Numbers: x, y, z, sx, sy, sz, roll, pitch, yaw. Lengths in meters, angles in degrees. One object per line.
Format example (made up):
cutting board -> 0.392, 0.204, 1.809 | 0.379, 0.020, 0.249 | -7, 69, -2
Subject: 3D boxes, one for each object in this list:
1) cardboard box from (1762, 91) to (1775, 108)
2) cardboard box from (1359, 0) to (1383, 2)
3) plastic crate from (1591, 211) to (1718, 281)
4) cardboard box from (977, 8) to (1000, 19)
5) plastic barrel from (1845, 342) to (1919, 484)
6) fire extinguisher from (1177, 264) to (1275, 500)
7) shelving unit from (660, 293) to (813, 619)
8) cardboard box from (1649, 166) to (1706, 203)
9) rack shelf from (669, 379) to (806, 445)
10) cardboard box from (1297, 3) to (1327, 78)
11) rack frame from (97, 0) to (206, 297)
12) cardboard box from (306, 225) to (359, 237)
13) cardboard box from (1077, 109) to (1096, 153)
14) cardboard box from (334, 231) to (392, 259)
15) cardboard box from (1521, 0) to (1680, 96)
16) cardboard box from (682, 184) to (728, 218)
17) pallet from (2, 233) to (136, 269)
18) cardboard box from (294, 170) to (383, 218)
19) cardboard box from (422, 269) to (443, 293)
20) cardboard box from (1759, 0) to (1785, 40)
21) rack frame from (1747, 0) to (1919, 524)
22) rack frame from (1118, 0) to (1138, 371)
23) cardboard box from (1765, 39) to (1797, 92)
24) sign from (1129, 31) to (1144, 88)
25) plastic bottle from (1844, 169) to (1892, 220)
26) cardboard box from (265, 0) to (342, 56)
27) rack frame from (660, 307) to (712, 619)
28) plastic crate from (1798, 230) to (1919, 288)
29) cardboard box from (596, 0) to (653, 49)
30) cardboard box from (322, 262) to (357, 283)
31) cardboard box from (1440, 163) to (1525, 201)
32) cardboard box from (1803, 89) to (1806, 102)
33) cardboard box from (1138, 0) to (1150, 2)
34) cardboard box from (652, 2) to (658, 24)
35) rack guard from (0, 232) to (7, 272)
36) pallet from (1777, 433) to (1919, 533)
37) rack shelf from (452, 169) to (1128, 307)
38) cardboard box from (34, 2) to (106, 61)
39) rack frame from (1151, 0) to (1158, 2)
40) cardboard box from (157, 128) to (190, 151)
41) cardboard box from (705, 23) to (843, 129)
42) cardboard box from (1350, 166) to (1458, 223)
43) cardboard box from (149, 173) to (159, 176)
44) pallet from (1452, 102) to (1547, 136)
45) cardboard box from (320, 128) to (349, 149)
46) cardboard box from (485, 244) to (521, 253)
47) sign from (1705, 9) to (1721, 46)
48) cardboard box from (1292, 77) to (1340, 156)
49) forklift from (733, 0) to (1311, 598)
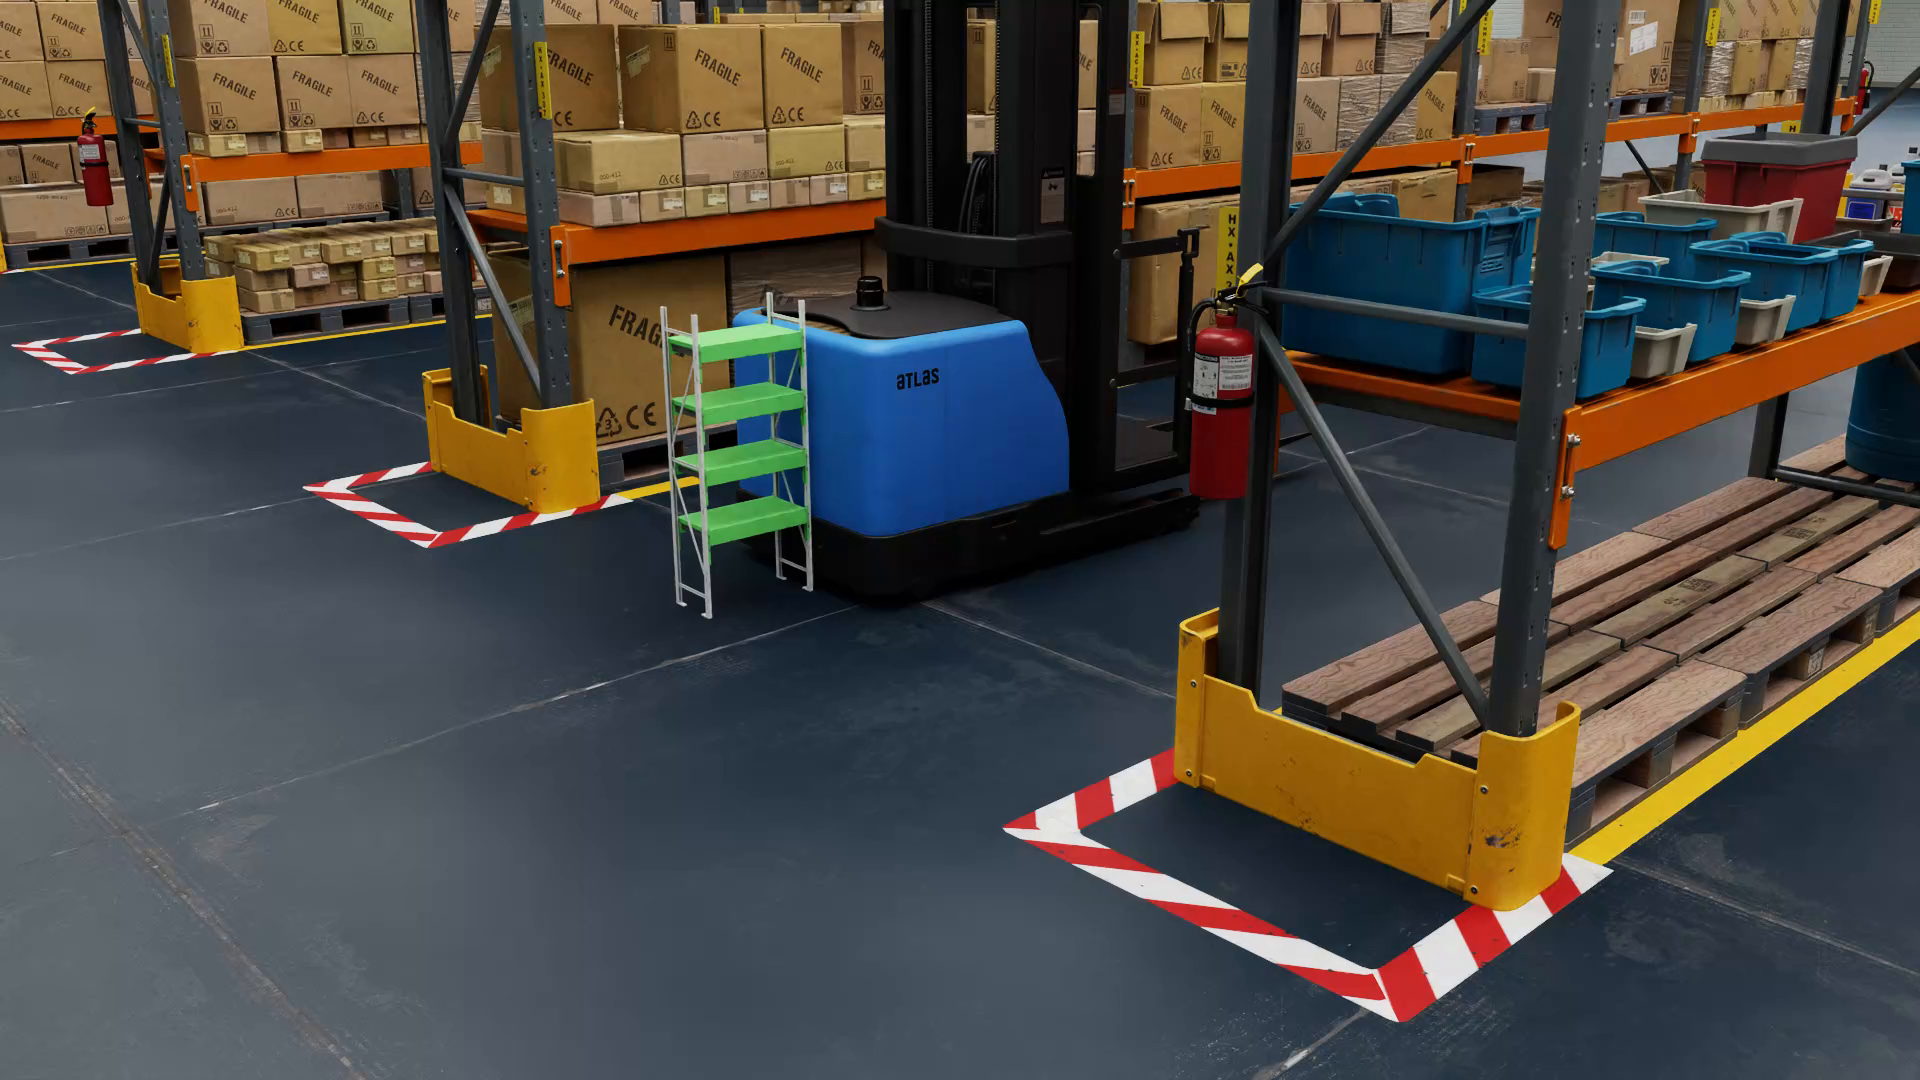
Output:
cardboard box -> 7.937, -4.436, 16.710 | 0.250, 0.149, 0.380 | -16, 24, -41
cardboard box -> 4.637, -6.385, 20.320 | 0.500, 0.550, 0.875 | -16, 24, -41
plastic crate -> 2.493, -1.045, 6.019 | 0.300, 0.233, 0.416 | -16, 24, -41
cardboard box -> 0.585, -5.158, 16.746 | 0.500, 0.500, 0.700 | -16, 24, -41
plastic barrel -> 4.490, -0.764, 7.700 | 0.708, 0.901, 0.600 | -16, 24, -41
fire extinguisher -> 0.755, -0.459, 4.768 | 0.183, 0.674, 0.296 | -16, 24, -41
shelving unit -> -0.873, -0.339, 6.584 | 0.503, 1.200, 0.258 | -15, 23, -38
cardboard box -> 7.222, -3.466, 16.683 | 0.500, 0.500, 0.500 | -8, 20, -24
rack shelf -> -0.873, -0.506, 6.530 | 0.480, 0.148, 0.258 | -15, 23, -38
cardboard box -> 2.086, -3.501, 11.631 | 0.637, 0.503, 0.797 | -15, 23, -39
rack frame -> -5.560, -2.846, 11.400 | 0.127, 3.000, 1.000 | -16, 24, -41
cardboard box -> -4.795, -2.306, 12.712 | 0.380, 0.149, 0.250 | 17, 24, 42
cardboard box -> 0.540, -2.479, 10.028 | 0.500, 0.250, 0.500 | -17, 24, -42
cardboard box -> -4.434, -2.189, 12.350 | 0.380, 0.149, 0.250 | 16, 24, 41
cardboard box -> 5.820, -4.604, 15.169 | 1.000, 1.000, 1.000 | -16, 24, -40
cardboard box -> -1.370, -1.704, 8.285 | 0.250, 0.149, 0.380 | -17, 25, -42
pallet -> -8.508, -2.795, 15.763 | 1.213, 0.211, 1.003 | -16, 24, -41
cardboard box -> -6.658, -3.654, 17.364 | 0.875, 0.438, 0.875 | -17, 24, -42
cardboard box -> -4.028, -1.996, 12.718 | 0.380, 0.149, 0.250 | 16, 24, 41
cardboard box -> 7.721, -5.171, 16.306 | 0.500, 0.500, 0.500 | -16, 24, -41
rack frame -> 4.083, -1.451, 7.097 | 0.127, 3.000, 1.000 | -16, 24, -41
rack frame -> 0.680, -2.561, 10.520 | 0.127, 3.000, 1.000 | -16, 24, -41
cardboard box -> 7.936, -4.850, 16.936 | 0.500, 0.500, 0.875 | -16, 24, -41
sign -> 1.063, -2.887, 9.992 | 0.005, 0.325, 0.100 | -16, 24, -41
plastic bottle -> 4.147, -1.548, 7.597 | 0.135, 0.276, 0.152 | -16, 24, -41
cardboard box -> -4.690, -3.655, 11.629 | 0.500, 0.500, 0.500 | -15, 23, -39
rack frame -> -1.058, -0.290, 6.433 | 0.015, 1.200, 0.240 | -15, 23, -38
plastic crate -> 3.454, -1.051, 6.213 | 0.590, 0.125, 0.437 | -16, 24, -41
cardboard box -> -2.810, -4.199, 13.305 | 0.500, 0.500, 0.500 | 17, 24, 42
cardboard box -> -4.649, -2.002, 12.256 | 0.250, 0.149, 0.380 | -16, 24, -40
cardboard box -> 4.431, -3.049, 14.149 | 0.500, 0.250, 0.500 | -13, 22, -35
cardboard box -> 8.814, -4.711, 17.558 | 0.250, 0.149, 0.380 | -16, 24, -41
cardboard box -> 2.370, -7.832, 24.512 | 0.500, 0.500, 0.700 | -17, 25, -42
cardboard box -> -3.785, -5.874, 18.955 | 0.500, 0.500, 0.500 | -16, 24, -40
rack guard -> -9.052, -2.740, 15.126 | 0.348, 0.500, 1.175 | -16, 24, -41
pallet -> 4.672, -0.279, 8.002 | 1.213, 0.211, 1.003 | -16, 24, -41
rack shelf -> -0.773, -1.795, 9.324 | 4.000, 0.370, 1.077 | -16, 24, -41
cardboard box -> -8.120, -4.606, 15.046 | 0.500, 0.500, 0.500 | -17, 25, -42
rack frame -> 2.591, -7.325, 25.213 | 0.127, 3.000, 1.000 | -16, 24, -41
cardboard box -> -5.518, -2.859, 11.848 | 0.250, 0.149, 0.380 | -16, 24, -41
cardboard box -> -0.956, -2.399, 8.564 | 0.500, 0.500, 0.500 | -17, 25, -42
cardboard box -> 3.071, -2.456, 12.961 | 1.225, 0.875, 0.875 | 17, 24, 41
cardboard box -> -10.004, -4.533, 20.355 | 0.258, 0.266, 0.396 | -15, 23, -39
pallet -> 4.031, -3.492, 13.704 | 1.003, 0.211, 1.213 | -16, 24, -41
cardboard box -> -4.617, -2.916, 12.022 | 0.250, 0.149, 0.380 | -15, 23, -38
cardboard box -> -3.665, -2.279, 13.108 | 0.380, 0.149, 0.250 | 17, 24, 41
sign -> 6.877, -4.683, 15.189 | 0.005, 0.325, 0.100 | -16, 24, -41
cardboard box -> 2.287, -2.973, 11.630 | 0.500, 0.500, 0.500 | -16, 24, -40
forklift -> 0.475, -1.521, 7.423 | 3.031, 2.935, 1.130 | -15, 23, -38
